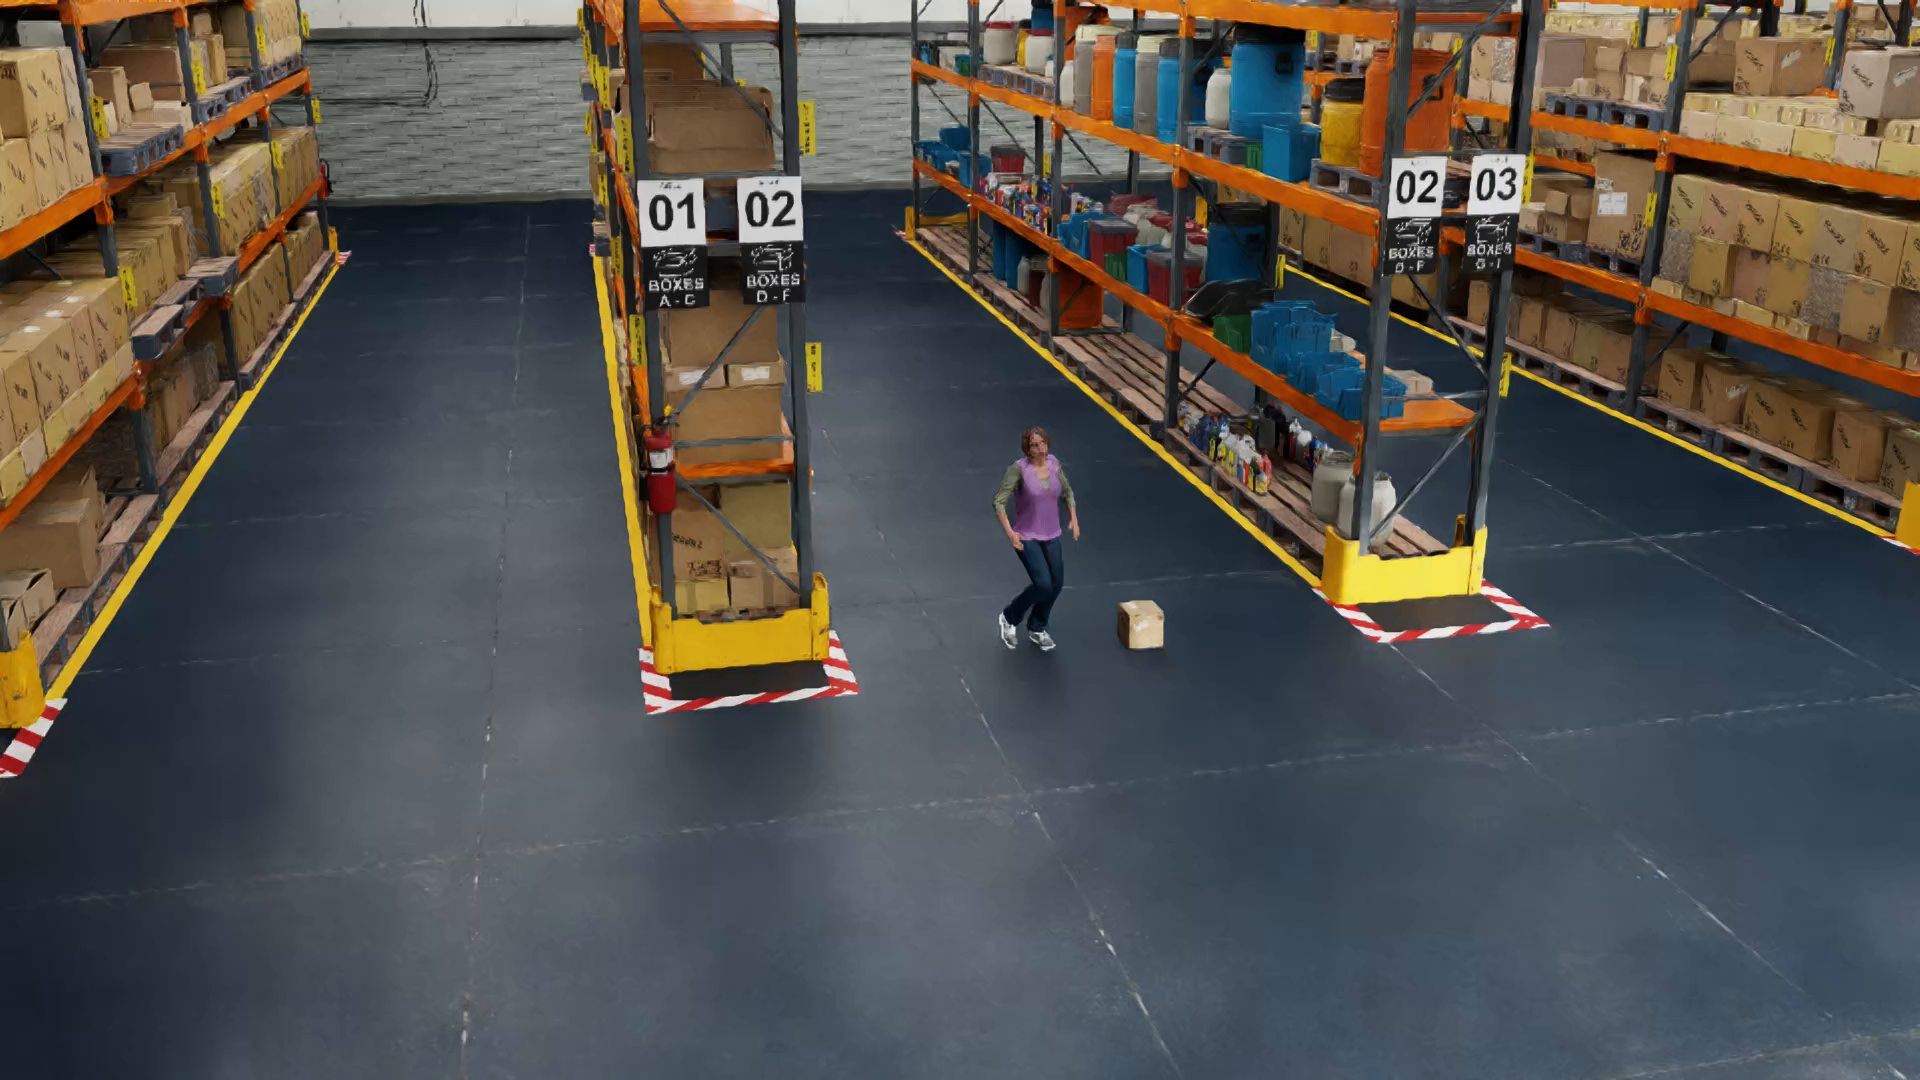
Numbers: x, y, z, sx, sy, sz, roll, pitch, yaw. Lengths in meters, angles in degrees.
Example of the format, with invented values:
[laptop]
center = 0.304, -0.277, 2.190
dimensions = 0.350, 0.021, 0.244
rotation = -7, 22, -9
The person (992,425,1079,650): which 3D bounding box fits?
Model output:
[person]
center = 0.559, 0.006, 11.158
dimensions = 0.579, 1.543, 0.436
rotation = -15, 25, -36
